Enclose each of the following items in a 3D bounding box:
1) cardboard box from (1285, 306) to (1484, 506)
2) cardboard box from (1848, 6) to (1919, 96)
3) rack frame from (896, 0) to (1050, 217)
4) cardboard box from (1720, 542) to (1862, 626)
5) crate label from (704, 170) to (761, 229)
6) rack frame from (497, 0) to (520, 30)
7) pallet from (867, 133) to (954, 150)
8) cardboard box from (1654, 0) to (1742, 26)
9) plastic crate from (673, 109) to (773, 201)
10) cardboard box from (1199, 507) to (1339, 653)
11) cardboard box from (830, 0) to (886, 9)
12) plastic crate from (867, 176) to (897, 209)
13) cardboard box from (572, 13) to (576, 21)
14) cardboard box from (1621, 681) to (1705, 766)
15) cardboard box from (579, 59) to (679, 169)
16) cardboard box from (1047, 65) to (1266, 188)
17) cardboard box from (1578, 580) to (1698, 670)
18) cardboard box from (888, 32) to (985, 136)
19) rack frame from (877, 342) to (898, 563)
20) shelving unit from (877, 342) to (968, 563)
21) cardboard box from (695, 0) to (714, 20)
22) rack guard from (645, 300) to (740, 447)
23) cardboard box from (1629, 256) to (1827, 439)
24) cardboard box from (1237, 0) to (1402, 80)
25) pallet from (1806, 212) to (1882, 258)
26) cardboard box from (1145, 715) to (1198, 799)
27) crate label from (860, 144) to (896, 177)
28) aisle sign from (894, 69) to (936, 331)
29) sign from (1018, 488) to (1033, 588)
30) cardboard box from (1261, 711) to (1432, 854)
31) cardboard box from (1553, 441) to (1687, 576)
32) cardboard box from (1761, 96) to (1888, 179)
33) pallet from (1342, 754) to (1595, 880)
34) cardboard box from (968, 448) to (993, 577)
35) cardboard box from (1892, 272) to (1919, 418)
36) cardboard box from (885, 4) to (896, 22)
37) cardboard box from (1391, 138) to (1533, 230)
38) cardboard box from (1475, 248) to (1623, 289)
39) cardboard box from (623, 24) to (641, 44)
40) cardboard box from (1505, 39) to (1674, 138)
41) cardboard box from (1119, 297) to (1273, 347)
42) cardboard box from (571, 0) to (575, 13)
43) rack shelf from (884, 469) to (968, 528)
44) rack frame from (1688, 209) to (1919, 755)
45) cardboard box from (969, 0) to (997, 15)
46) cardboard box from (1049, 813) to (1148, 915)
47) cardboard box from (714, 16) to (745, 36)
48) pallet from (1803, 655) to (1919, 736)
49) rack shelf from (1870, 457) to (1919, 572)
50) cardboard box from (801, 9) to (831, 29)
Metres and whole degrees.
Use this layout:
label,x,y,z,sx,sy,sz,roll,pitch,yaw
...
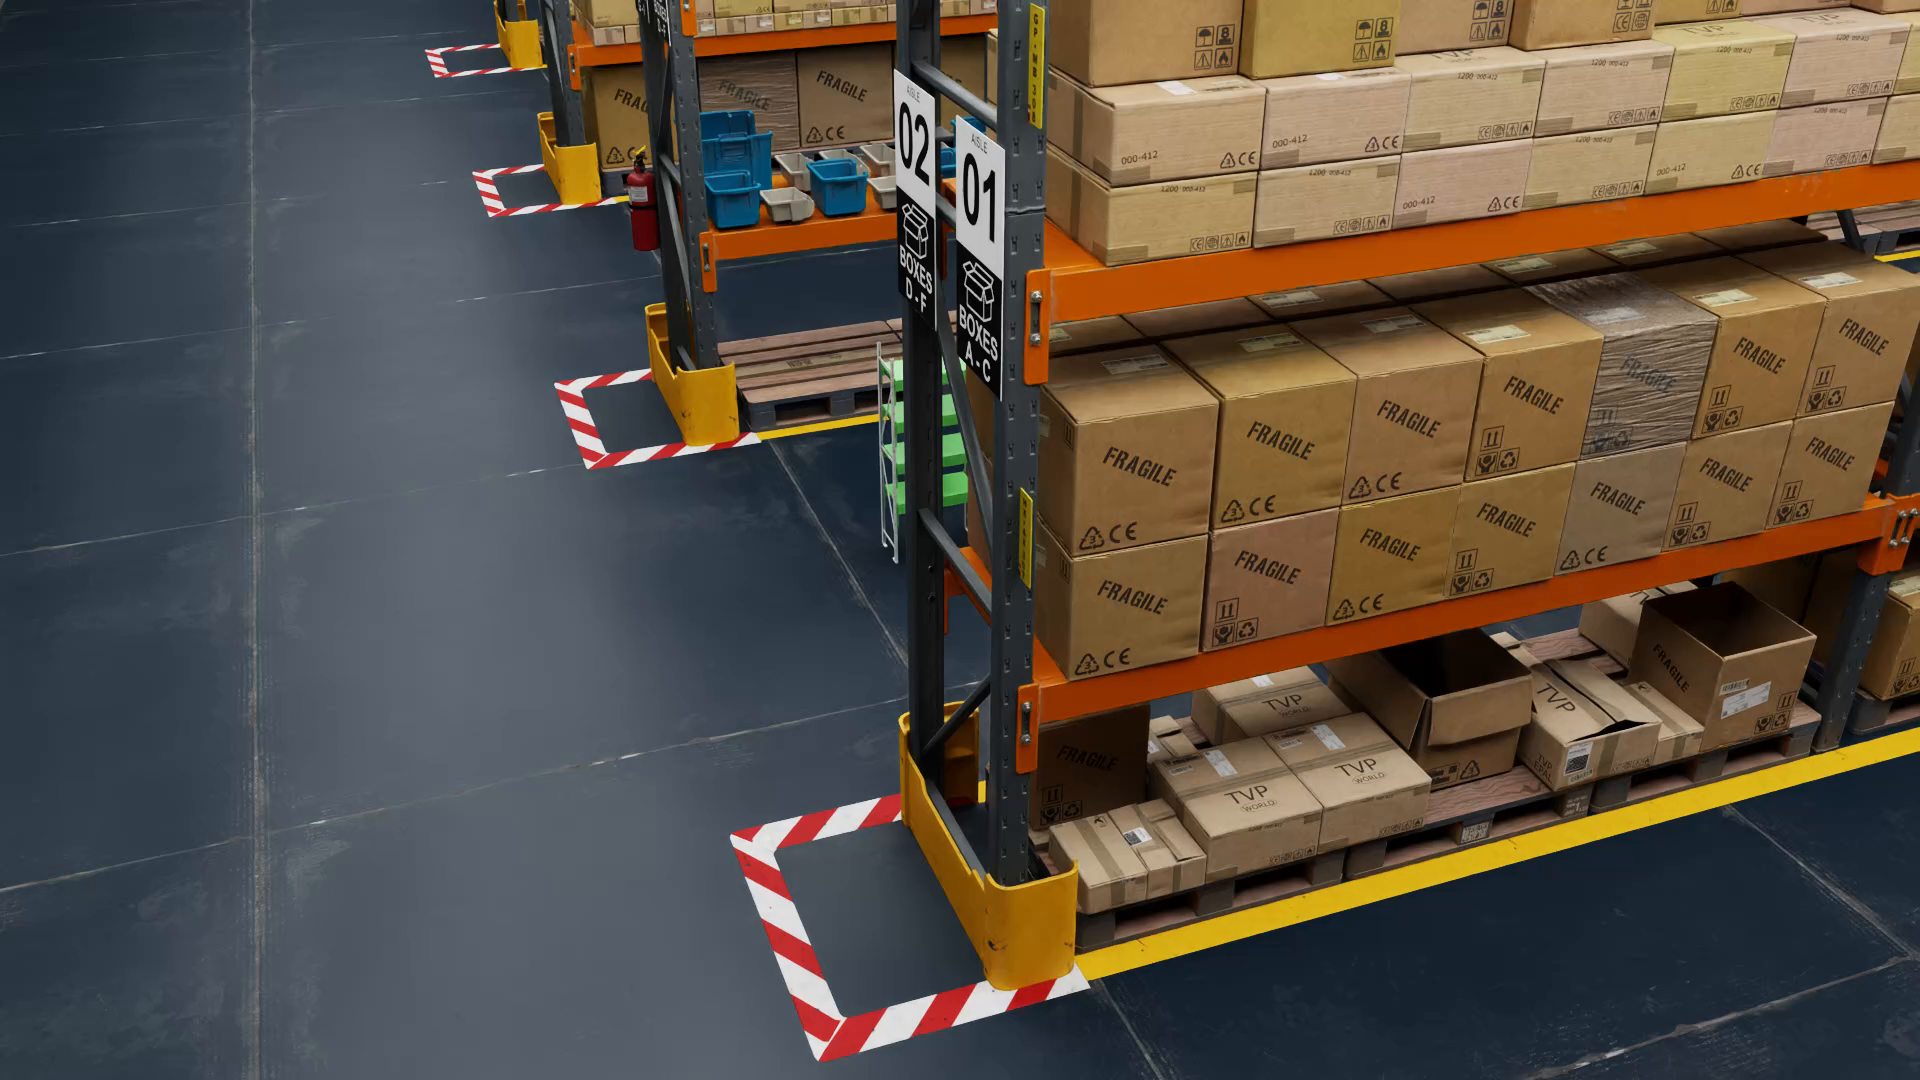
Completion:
label,x,y,z,sx,sy,sz,roll,pitch,yaw
cardboard box,1.486,-0.491,5.971,0.500,0.500,0.500,-10,31,-17
cardboard box,3.408,-1.817,6.026,0.500,0.250,0.500,-10,31,-18
rack frame,0.020,-2.488,4.527,0.127,3.000,1.000,-10,31,-18
cardboard box,4.132,0.105,8.116,0.500,0.500,0.500,-11,31,-18
crate label,-1.357,-2.023,9.880,0.303,0.233,0.416,-10,31,-18
rack frame,-5.066,-6.797,18.150,0.127,3.000,1.000,-10,31,-18
pallet,-0.422,-3.862,15.816,1.213,0.211,1.003,-10,31,-18
cardboard box,2.342,-2.142,5.838,0.500,0.500,0.700,-10,31,-18
plastic crate,-1.455,-2.366,10.277,0.499,0.435,0.616,-10,31,-18
cardboard box,1.010,0.029,6.067,0.500,0.500,0.500,-11,31,-18
cardboard box,-0.967,-4.856,14.594,0.500,0.250,0.500,-10,31,-17
plastic crate,-0.392,-2.116,10.139,0.298,0.136,0.250,-10,31,-18
cardboard box,-4.209,-5.862,18.665,0.250,0.149,0.380,-11,31,-18
cardboard box,3.003,0.798,7.254,0.250,0.149,0.380,-10,31,-18
cardboard box,-2.859,-3.885,14.761,0.875,0.875,0.875,-10,31,-18
cardboard box,0.592,-1.305,5.126,0.500,0.250,0.500,-10,31,-18
cardboard box,3.300,0.377,7.829,0.500,0.311,0.500,-10,31,-18
cardboard box,-0.328,-4.351,15.579,0.875,0.875,0.875,-10,31,-18
rack frame,-0.384,-0.451,8.829,0.015,1.200,0.240,-10,31,-18
shelving unit,-0.155,-0.493,8.903,0.503,1.200,0.258,-10,31,-18
cardboard box,-2.402,-4.593,14.132,0.500,0.250,0.500,-11,31,-18
rack guard,-1.722,-1.084,10.648,0.348,0.500,1.175,-10,31,-18
cardboard box,2.906,-0.753,6.430,0.500,0.500,0.500,-11,31,-19
cardboard box,0.994,-1.806,5.248,0.500,0.500,0.700,-10,31,-18
pallet,6.534,-2.465,13.364,1.213,0.211,1.003,-10,31,-18
cardboard box,0.855,0.922,7.019,0.250,0.166,0.380,-10,31,-18
crate label,-0.473,-2.419,10.672,0.243,0.136,0.396,-10,31,-18
aisle sign,-0.151,-1.141,5.597,0.004,0.787,0.394,-10,31,-18
sign,0.209,-0.006,5.356,0.005,0.325,0.100,-10,31,-18
cardboard box,1.566,0.987,6.820,0.500,0.250,0.500,-10,31,-18
cardboard box,2.427,-0.231,6.524,0.500,0.500,0.500,-10,31,-17
cardboard box,2.934,-1.521,6.011,0.500,0.250,0.500,-10,31,-18
pallet,1.980,0.970,7.334,1.213,0.211,1.003,-10,31,-18
cardboard box,0.345,-0.128,6.344,0.500,0.500,0.500,-9,31,-16
cardboard box,4.291,-0.776,7.056,0.500,0.500,0.700,-22,37,-34
cardboard box,-0.576,-4.722,14.761,0.250,0.149,0.380,-10,31,-17
cardboard box,1.531,-1.258,5.549,0.500,0.250,0.500,-10,31,-18
cardboard box,2.264,-0.921,6.726,0.500,0.500,0.500,-11,32,-19
cardboard box,-2.743,-4.322,14.060,0.250,0.149,0.380,-11,31,-18
cardboard box,2.000,-1.561,5.577,0.500,0.250,0.500,-10,31,-18
cardboard box,0.815,-0.651,6.252,0.500,0.500,0.500,-10,31,-16
cardboard box,-4.240,-6.035,18.668,0.250,0.149,0.380,-10,31,-17
rack shelf,-0.155,-0.229,9.053,0.480,0.148,0.258,-10,31,-18
rack frame,3.769,-0.572,7.224,0.127,3.000,1.000,-10,31,-18
cardboard box,0.147,-4.855,14.995,0.250,0.149,0.380,-10,31,-17
cardboard box,0.532,1.253,6.456,0.250,0.149,0.380,-10,31,-18
cardboard box,-2.021,-4.455,14.294,0.250,0.149,0.380,-11,31,-19
pallet,4.518,0.482,8.191,1.213,0.211,1.003,-10,31,-18
rack shelf,5.643,-0.605,8.008,4.000,0.370,1.077,-10,31,-18
cardboard box,-1.297,-4.589,14.529,0.250,0.149,0.380,-10,31,-17
